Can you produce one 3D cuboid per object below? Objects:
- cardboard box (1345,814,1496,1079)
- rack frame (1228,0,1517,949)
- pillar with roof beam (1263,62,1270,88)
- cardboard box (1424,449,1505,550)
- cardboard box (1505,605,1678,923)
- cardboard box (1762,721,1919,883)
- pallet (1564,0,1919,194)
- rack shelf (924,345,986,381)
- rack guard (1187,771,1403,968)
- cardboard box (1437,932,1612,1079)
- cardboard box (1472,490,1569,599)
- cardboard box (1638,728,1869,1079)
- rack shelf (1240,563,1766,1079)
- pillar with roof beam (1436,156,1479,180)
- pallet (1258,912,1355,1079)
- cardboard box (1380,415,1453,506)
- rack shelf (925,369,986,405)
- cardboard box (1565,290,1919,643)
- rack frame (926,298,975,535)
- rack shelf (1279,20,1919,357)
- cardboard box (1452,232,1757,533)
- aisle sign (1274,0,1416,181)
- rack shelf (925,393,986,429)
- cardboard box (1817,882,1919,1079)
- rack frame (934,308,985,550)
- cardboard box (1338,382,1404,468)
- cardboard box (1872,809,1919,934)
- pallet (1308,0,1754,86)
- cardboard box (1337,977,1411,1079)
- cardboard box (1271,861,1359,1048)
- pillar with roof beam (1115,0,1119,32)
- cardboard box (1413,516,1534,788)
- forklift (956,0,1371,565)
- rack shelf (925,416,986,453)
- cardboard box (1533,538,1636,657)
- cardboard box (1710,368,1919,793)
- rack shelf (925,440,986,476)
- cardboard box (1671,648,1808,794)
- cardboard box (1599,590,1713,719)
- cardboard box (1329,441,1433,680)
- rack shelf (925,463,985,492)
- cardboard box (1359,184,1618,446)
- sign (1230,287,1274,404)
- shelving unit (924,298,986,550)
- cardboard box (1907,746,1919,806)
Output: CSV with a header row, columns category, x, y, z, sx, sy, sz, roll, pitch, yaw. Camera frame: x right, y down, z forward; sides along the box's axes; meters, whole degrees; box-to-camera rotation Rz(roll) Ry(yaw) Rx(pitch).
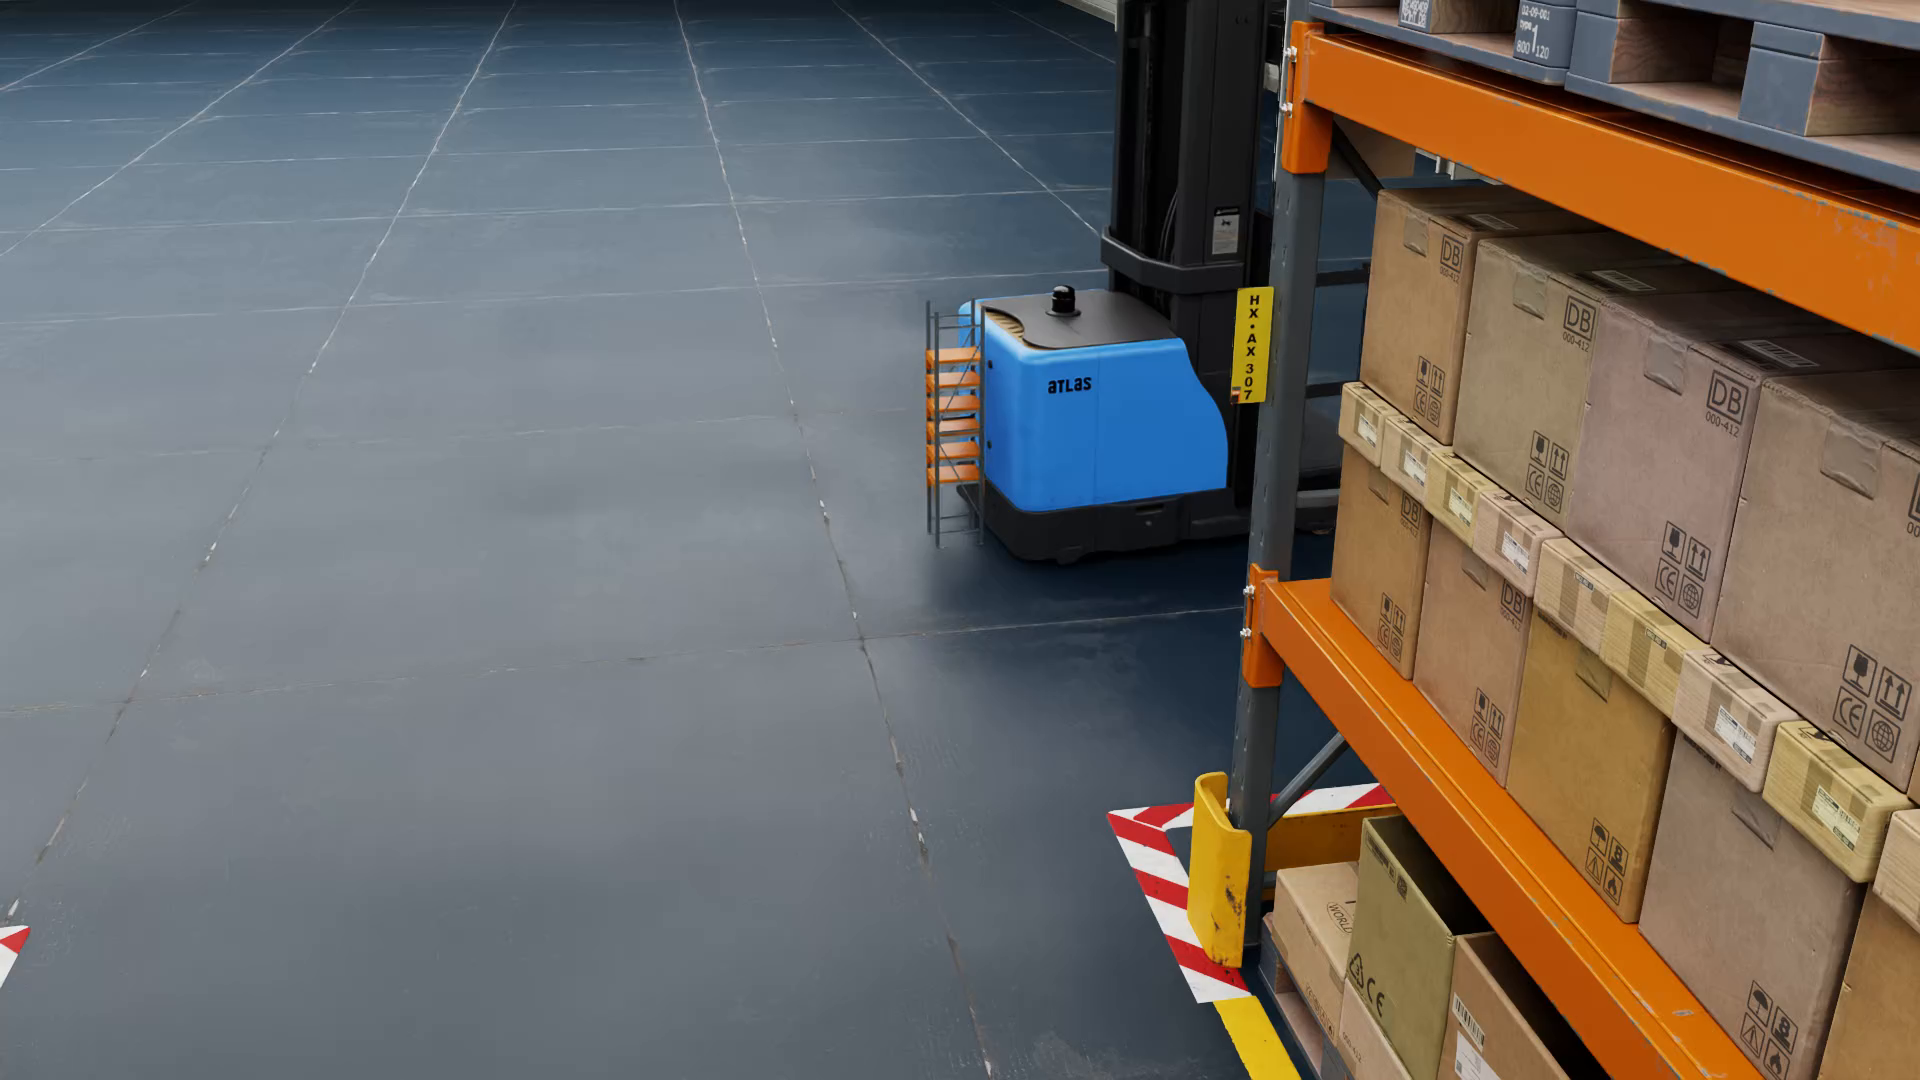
category,x,y,z,sx,sy,sz,roll,pitch,yaw
cardboard box,1.317,1.013,4.157,0.500,0.500,0.500,-4,24,-10
rack frame,1.342,-0.135,4.811,1.000,3.000,0.127,-4,24,-10
pillar with roof beam,-0.370,-9.802,19.451,9.100,9.000,0.400,-4,24,-10
cardboard box,1.299,-0.106,3.809,0.380,0.149,0.250,-4,24,-10
cardboard box,1.604,0.406,3.448,0.700,0.500,0.500,-4,24,-9
cardboard box,1.536,0.400,2.650,0.380,0.149,0.250,-4,24,-8
pallet,1.676,-0.708,2.487,1.003,0.211,1.213,-4,24,-10
rack shelf,-0.023,-0.840,7.885,0.258,0.103,0.180,-6,24,-12
rack guard,1.338,1.001,5.333,1.175,0.500,0.348,-4,24,-10
cardboard box,1.422,1.209,3.709,0.500,0.500,0.500,-4,24,-10
cardboard box,1.344,-0.007,3.582,0.380,0.149,0.250,-5,24,-11
cardboard box,1.705,0.612,2.975,0.700,0.500,0.500,-4,24,-8
rack shelf,1.712,0.981,3.154,1.077,0.370,4.000,-4,24,-10
pillar with roof beam,0.739,-7.442,14.047,9.100,9.000,0.400,-4,24,-10
pallet,1.525,1.440,4.688,1.003,0.211,1.213,-4,24,-10
cardboard box,1.255,-0.204,4.034,0.380,0.149,0.250,-5,24,-11
rack shelf,-0.023,-0.730,7.933,0.258,0.103,0.180,-6,24,-12
cardboard box,1.622,-0.165,3.135,0.700,0.500,0.500,-4,24,-10
rack frame,-0.045,-0.586,8.093,0.240,1.200,0.006,-6,24,-12
rack shelf,1.712,-0.393,2.554,1.077,0.370,4.000,-4,24,-10
cardboard box,1.528,-0.364,3.589,0.700,0.500,0.500,-5,24,-11
aisle sign,1.029,-1.330,4.298,0.394,0.787,0.004,-4,24,-10
rack shelf,-0.023,-0.620,7.981,0.258,0.103,0.180,-6,24,-12
cardboard box,1.801,0.814,2.514,0.700,0.500,0.500,-4,24,-9
rack frame,-0.002,-0.515,7.930,0.240,1.200,0.006,-6,24,-12
cardboard box,1.203,-0.308,4.272,0.380,0.149,0.250,-4,24,-10
cardboard box,1.588,0.505,2.412,0.380,0.149,0.250,-4,24,-8
pallet,1.447,-1.189,3.588,1.003,0.211,1.213,-4,24,-10
cardboard box,1.319,1.356,4.307,0.500,0.250,0.500,-4,24,-10
cardboard box,1.223,1.160,4.757,0.500,0.250,0.500,-4,24,-10
pillar with roof beam,-1.479,-12.163,24.855,9.100,9.000,0.400,-4,24,-10
cardboard box,1.518,0.210,3.897,0.700,0.500,0.500,-4,24,-8
forklift,1.553,-1.563,8.166,3.031,2.935,1.130,-8,25,-17
rack shelf,-0.023,-0.510,8.029,0.258,0.103,0.180,-6,24,-12
cardboard box,1.396,0.098,3.342,0.380,0.149,0.250,-5,24,-12
cardboard box,1.715,0.032,2.684,0.700,0.500,0.500,-4,24,-10
rack shelf,-0.023,-0.400,8.077,0.258,0.103,0.180,-6,24,-12
cardboard box,1.486,0.297,2.887,0.380,0.149,0.250,-4,24,-9
cardboard box,1.443,0.199,3.112,0.380,0.149,0.250,-5,24,-10
cardboard box,1.416,0.004,4.369,0.700,0.500,0.500,-4,24,-10
rack shelf,-0.023,-0.290,8.125,0.258,0.103,0.180,-6,24,-12
cardboard box,1.426,-0.570,4.061,0.700,0.500,0.500,-4,24,-10
sign,0.796,-0.529,4.534,0.100,0.325,0.005,-4,24,-10
shelving unit,-0.023,-0.551,8.011,0.258,1.200,0.189,-6,24,-12
cardboard box,1.807,0.228,2.234,0.700,0.500,0.500,-4,24,-10
